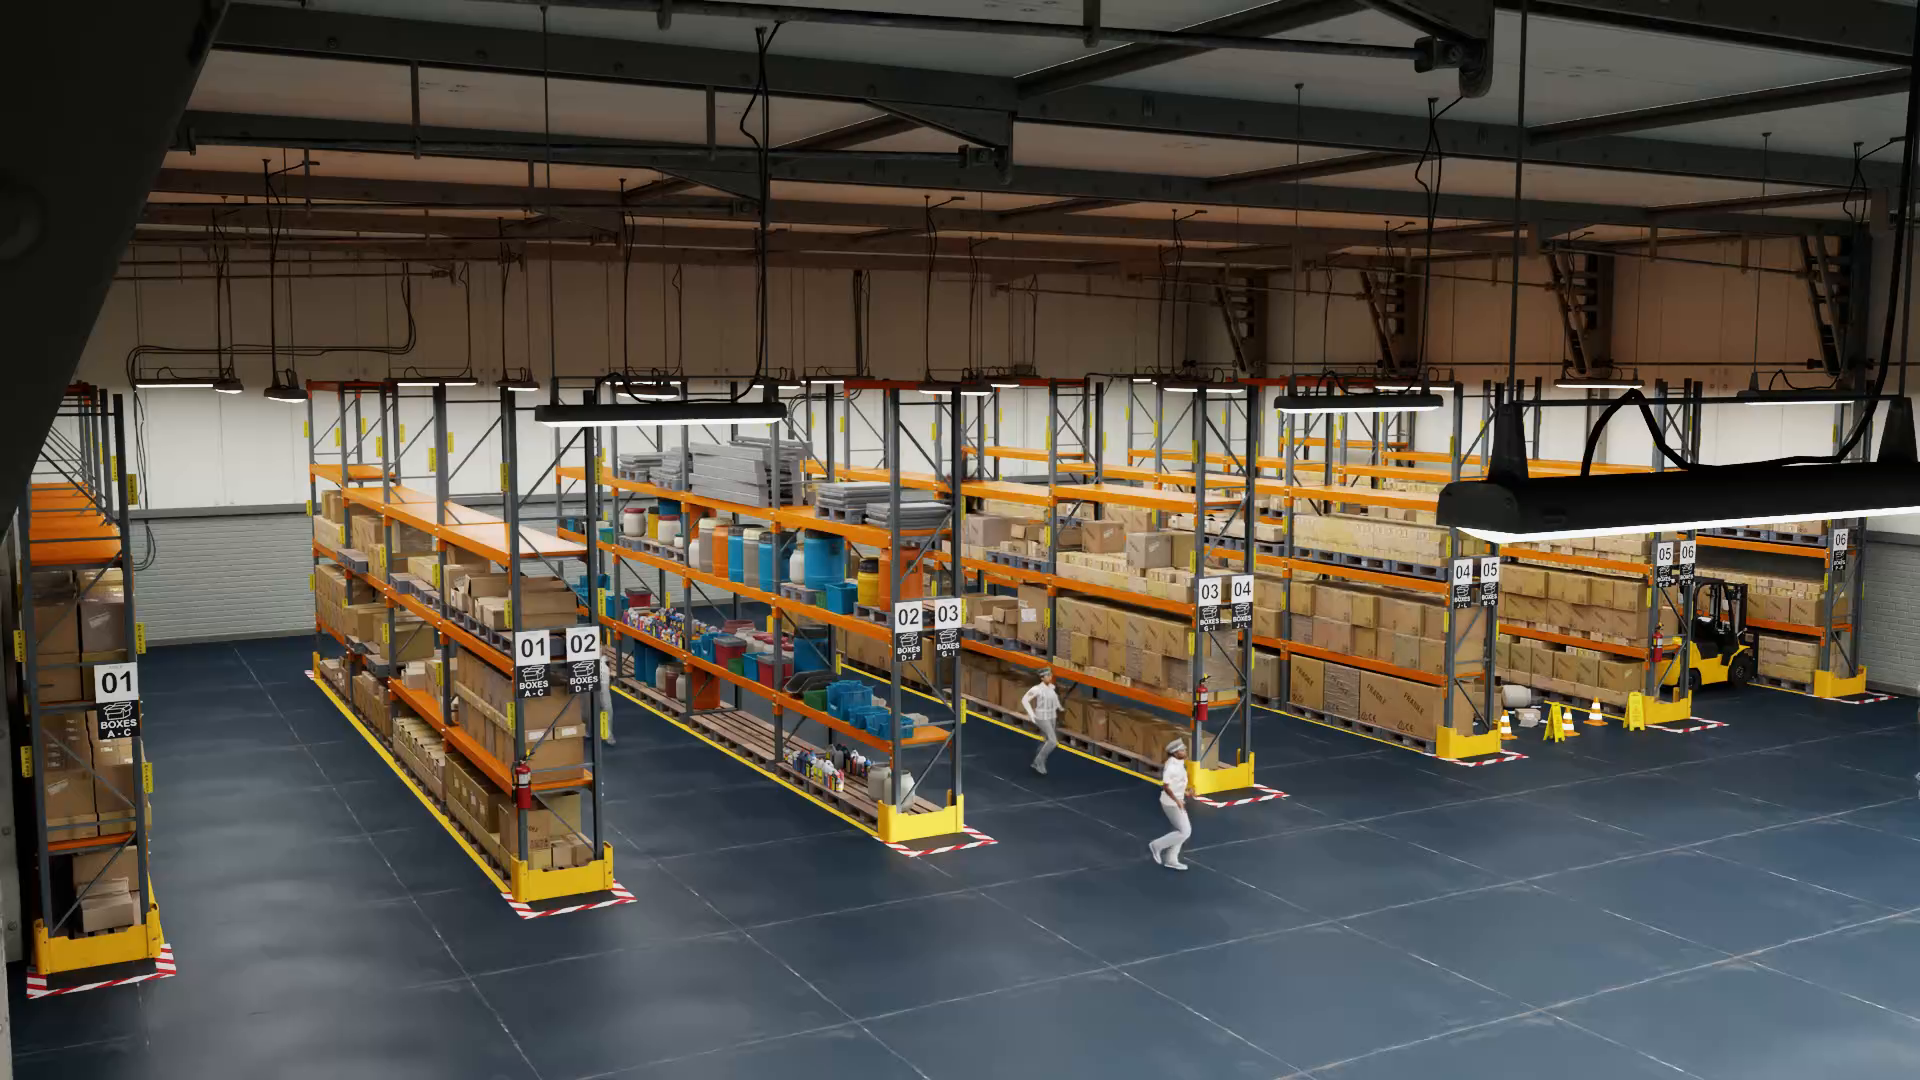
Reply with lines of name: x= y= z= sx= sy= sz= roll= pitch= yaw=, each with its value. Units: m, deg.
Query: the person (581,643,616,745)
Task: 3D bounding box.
person: x=-6.106 y=2.553 z=27.852 sx=0.572 sy=1.699 sz=0.866 roll=-6 pitch=8 yaw=-42

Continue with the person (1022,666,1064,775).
person: x=1.337 y=2.770 z=25.585 sx=0.656 sy=1.674 sz=0.587 roll=6 pitch=8 yaw=43

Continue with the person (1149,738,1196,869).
person: x=2.672 y=3.299 z=20.863 sx=0.598 sy=1.675 sz=0.572 roll=1 pitch=6 yaw=5
